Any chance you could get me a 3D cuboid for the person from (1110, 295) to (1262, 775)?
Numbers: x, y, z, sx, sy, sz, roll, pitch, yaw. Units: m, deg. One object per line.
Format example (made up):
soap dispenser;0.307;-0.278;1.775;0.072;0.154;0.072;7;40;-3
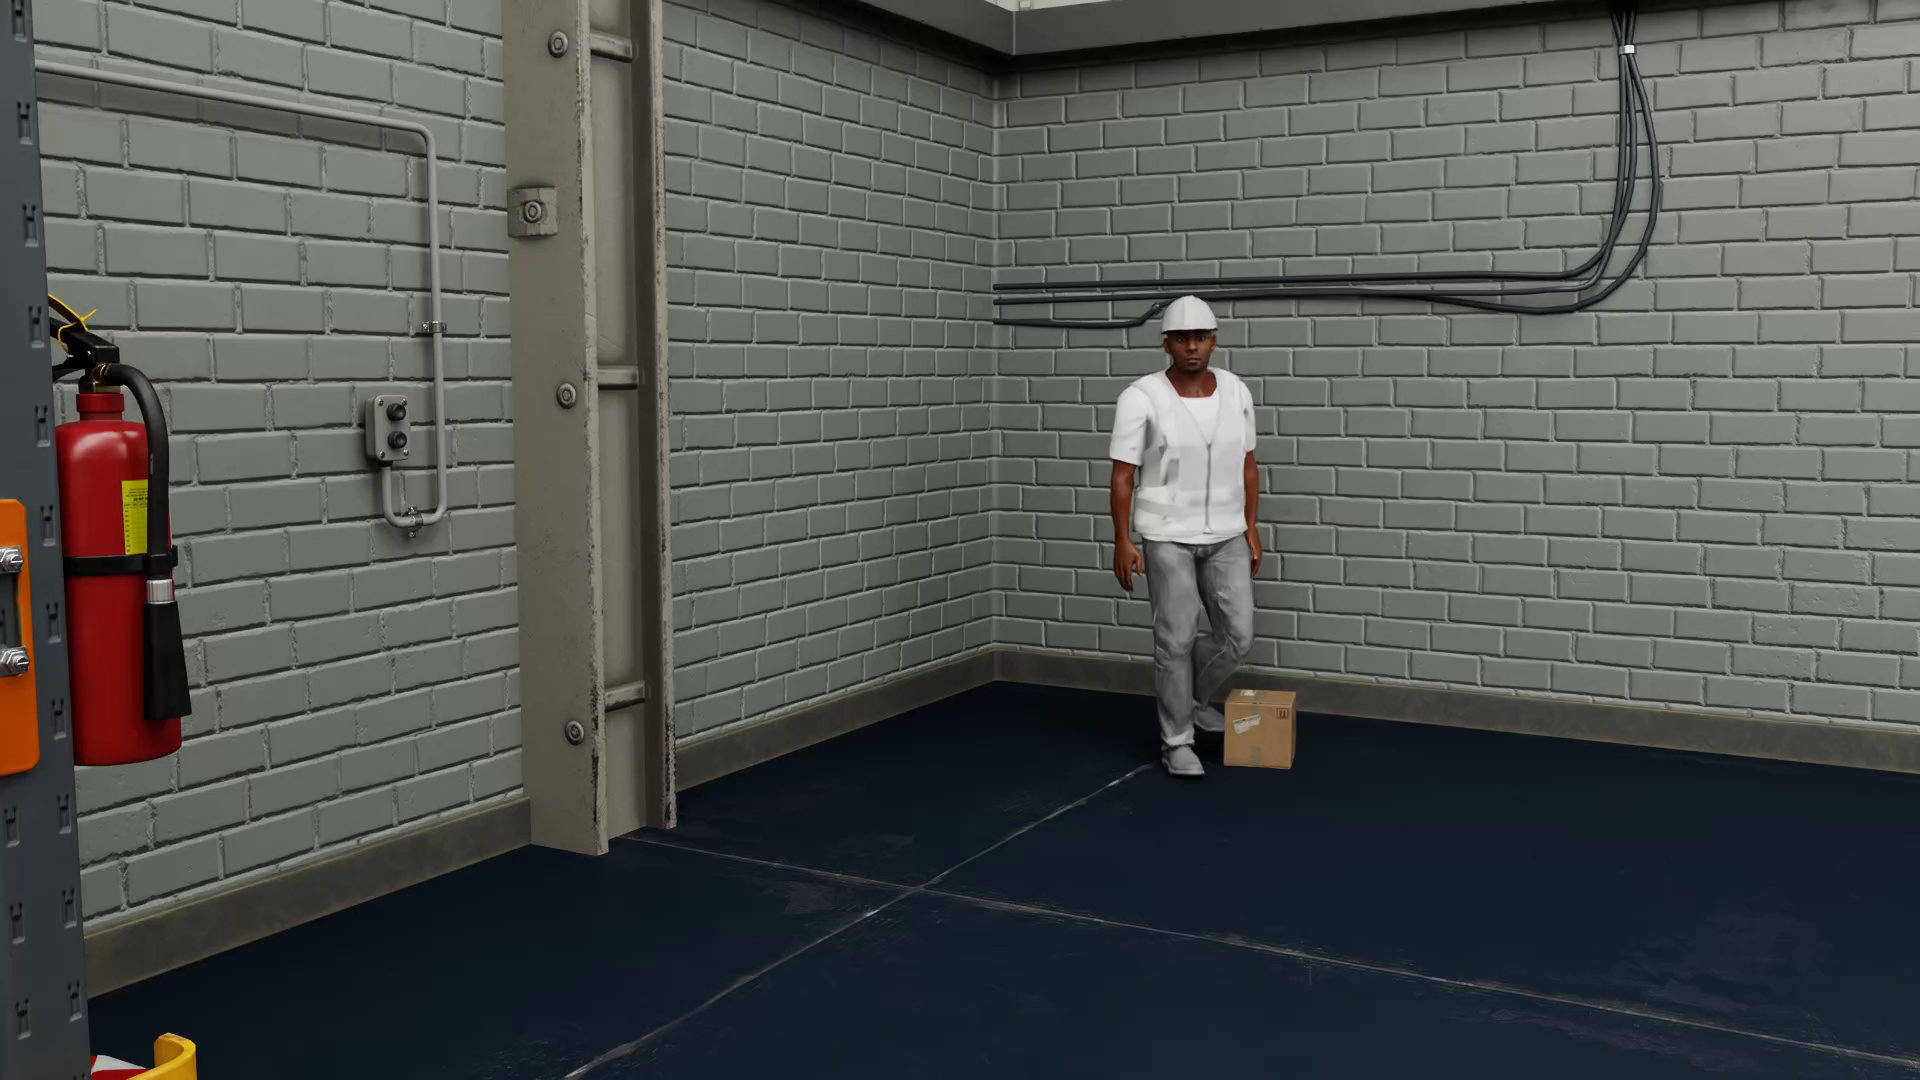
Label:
person;0.832;-0.015;6.182;0.609;1.759;0.579;-2;6;-17
